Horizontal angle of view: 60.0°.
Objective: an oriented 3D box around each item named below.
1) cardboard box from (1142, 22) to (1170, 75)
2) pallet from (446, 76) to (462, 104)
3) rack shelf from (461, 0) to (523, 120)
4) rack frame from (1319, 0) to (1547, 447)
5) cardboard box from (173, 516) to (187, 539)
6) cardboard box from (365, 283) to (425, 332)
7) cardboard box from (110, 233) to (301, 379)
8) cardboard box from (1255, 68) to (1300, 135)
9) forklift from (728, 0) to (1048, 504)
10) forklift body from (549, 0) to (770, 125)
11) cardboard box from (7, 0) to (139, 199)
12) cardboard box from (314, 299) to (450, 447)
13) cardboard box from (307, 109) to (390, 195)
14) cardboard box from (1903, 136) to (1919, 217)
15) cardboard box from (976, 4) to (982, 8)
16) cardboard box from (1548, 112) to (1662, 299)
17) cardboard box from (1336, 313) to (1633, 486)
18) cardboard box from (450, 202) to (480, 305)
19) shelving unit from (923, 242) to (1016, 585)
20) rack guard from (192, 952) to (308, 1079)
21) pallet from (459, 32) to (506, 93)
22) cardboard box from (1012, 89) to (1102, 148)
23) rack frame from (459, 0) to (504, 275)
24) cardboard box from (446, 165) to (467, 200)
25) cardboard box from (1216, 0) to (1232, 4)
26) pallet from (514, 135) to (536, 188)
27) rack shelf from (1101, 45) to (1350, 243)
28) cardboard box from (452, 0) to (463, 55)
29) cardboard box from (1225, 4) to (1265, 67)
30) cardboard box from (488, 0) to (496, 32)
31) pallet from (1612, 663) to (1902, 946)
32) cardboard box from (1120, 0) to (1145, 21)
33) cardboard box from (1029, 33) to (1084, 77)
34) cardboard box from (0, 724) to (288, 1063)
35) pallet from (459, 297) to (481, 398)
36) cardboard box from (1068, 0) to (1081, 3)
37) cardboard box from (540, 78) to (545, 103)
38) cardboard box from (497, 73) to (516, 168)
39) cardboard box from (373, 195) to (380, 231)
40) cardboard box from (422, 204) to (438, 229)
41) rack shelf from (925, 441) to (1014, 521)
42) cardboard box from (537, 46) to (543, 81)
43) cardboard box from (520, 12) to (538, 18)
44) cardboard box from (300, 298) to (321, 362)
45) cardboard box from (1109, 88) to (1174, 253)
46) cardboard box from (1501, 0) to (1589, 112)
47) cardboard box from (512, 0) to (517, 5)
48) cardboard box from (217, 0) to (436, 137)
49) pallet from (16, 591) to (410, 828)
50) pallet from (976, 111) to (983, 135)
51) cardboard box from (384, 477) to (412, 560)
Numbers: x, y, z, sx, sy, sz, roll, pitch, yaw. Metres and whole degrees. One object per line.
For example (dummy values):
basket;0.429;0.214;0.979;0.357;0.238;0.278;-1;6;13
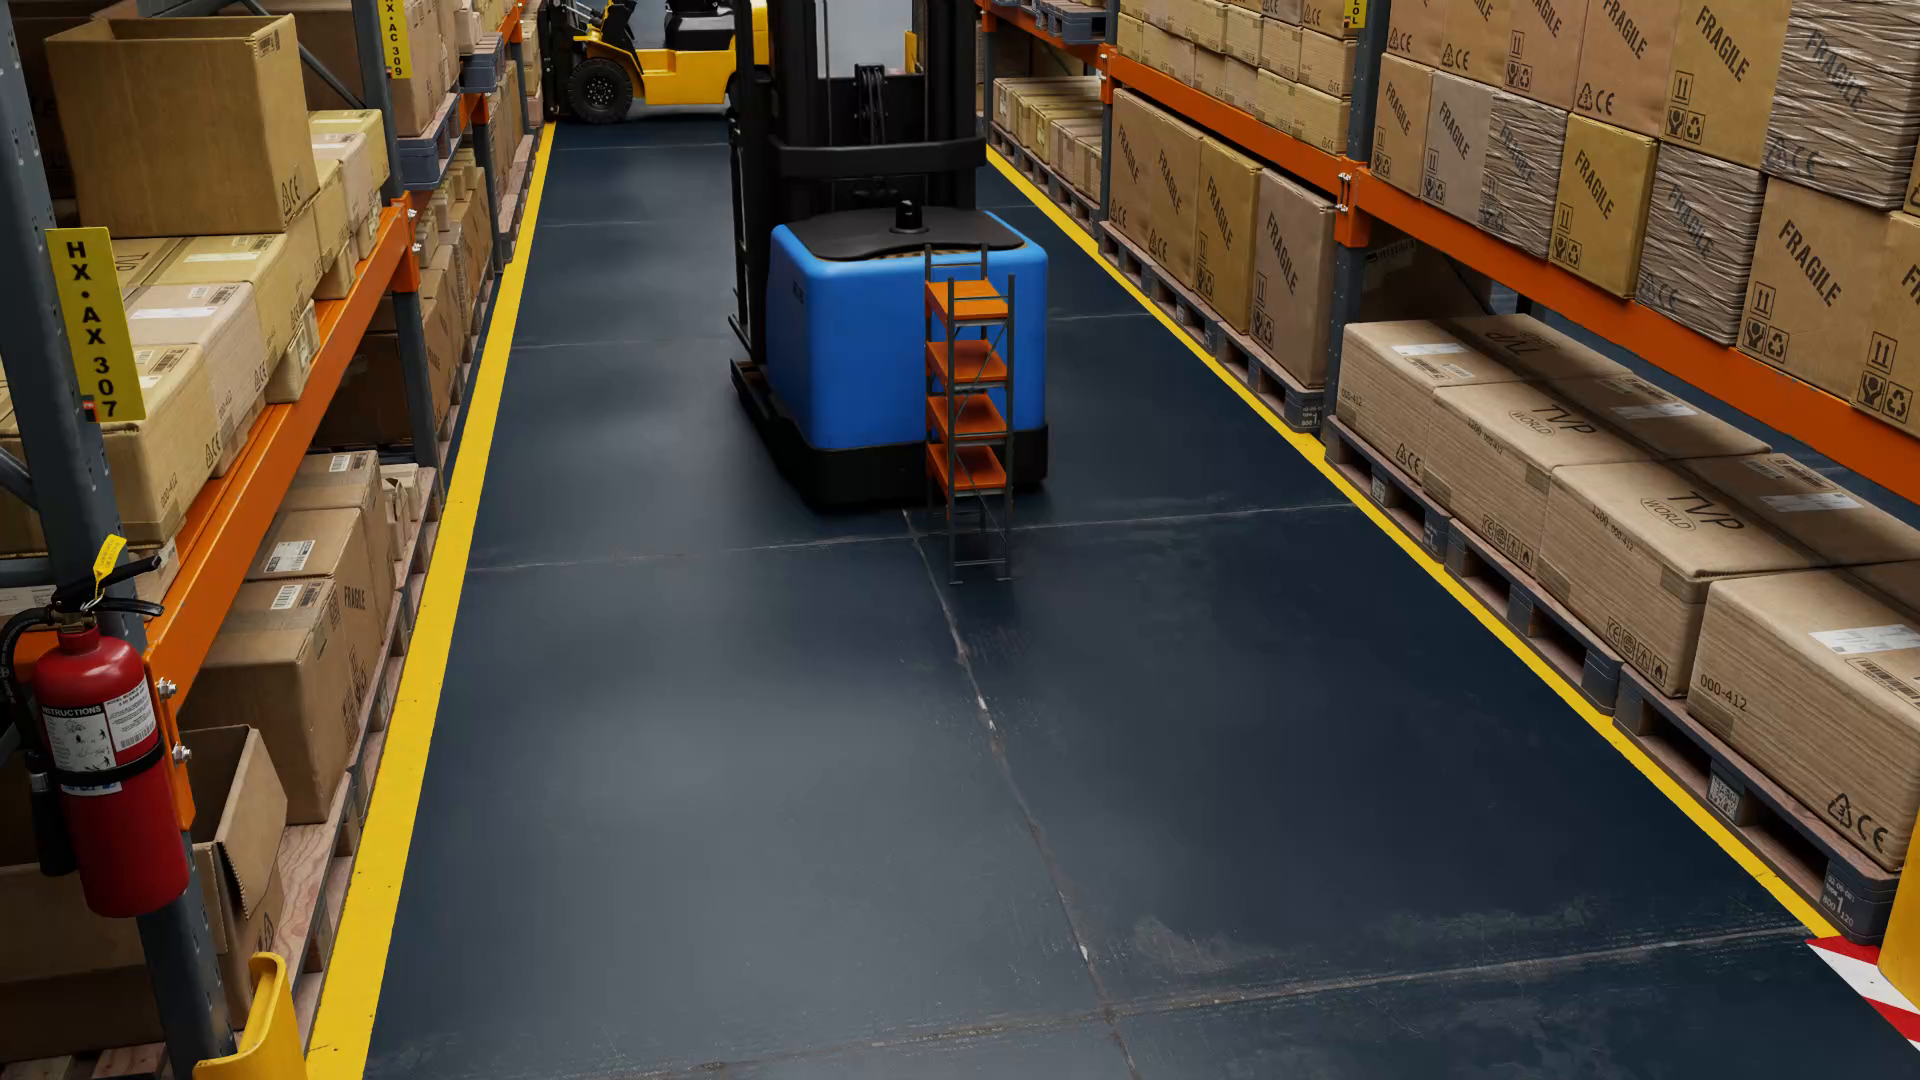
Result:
cardboard box;1.407;-2.946;9.934;0.500;0.250;0.500;-5;24;-11
pallet;-3.062;-2.205;8.290;1.003;0.211;1.213;-4;24;-10
rack shelf;-3.796;-3.514;11.948;1.077;0.370;4.000;-4;24;-10
rack frame;2.191;-1.853;7.245;1.000;3.000;0.127;-4;24;-10
cardboard box;-1.830;-0.042;3.412;0.380;0.149;0.250;-4;24;-8
cardboard box;-2.491;-0.989;7.055;0.380;0.149;0.250;-3;24;-7
cardboard box;-1.956;-0.574;4.133;0.500;0.250;0.500;-5;24;-11
cardboard box;1.767;-2.142;8.095;0.500;0.250;0.500;-5;24;-10
forklift;-0.534;-2.056;7.794;1.130;2.935;3.031;-7;25;-15
forklift body;-2.762;-5.204;15.979;2.313;2.155;1.214;-4;24;-10
cardboard box;-2.672;-1.290;4.834;0.500;0.500;0.500;-5;24;-11
cardboard box;-2.555;-0.738;7.290;0.500;0.500;0.500;-3;24;-7
cardboard box;-2.353;-1.369;5.953;0.500;0.250;0.500;-4;24;-8
cardboard box;2.608;-0.956;3.816;0.500;0.500;0.500;-4;24;-8
cardboard box;0.040;-5.099;16.650;0.500;0.500;0.500;-4;24;-9
cardboard box;2.290;-1.098;5.391;0.500;0.500;0.500;-4;24;-8
cardboard box;2.202;-0.616;7.090;0.875;0.438;0.875;-5;24;-11
cardboard box;-2.955;-1.551;9.151;0.500;0.500;0.500;-3;24;-7
shelving unit;0.031;-0.485;6.361;0.258;1.200;0.503;-4;24;-10
rack guard;-1.961;1.205;3.367;1.175;0.500;0.348;-4;24;-10
pallet;-3.232;-2.708;9.443;1.213;0.211;1.003;-4;24;-10
cardboard box;0.947;-3.499;13.773;0.950;0.372;0.625;-3;24;-6
rack frame;-3.426;-3.057;10.003;1.000;3.000;0.127;-4;24;-10
cardboard box;-3.000;-2.014;9.402;0.380;0.149;0.250;-5;24;-12
cardboard box;1.574;-3.120;8.773;0.500;0.500;0.500;-4;24;-9
pallet;-3.991;-3.066;13.506;1.003;0.211;1.213;-4;24;-10
rack shelf;1.821;-2.310;9.190;1.077;0.370;4.000;-4;24;-10
cardboard box;-2.942;-2.669;8.459;0.797;0.503;0.637;-5;24;-11
cardboard box;1.669;-2.568;8.445;0.500;0.250;0.500;-4;24;-8
cardboard box;-3.458;-3.582;11.390;0.500;0.250;0.500;-5;24;-11
pallet;2.706;0.690;4.907;1.003;0.211;1.213;-4;24;-10
cardboard box;1.302;-3.369;10.279;0.500;0.250;0.500;-4;24;-10
cardboard box;0.868;-4.528;15.343;0.500;0.500;0.500;-3;24;-7
cardboard box;-1.967;0.793;3.780;0.797;0.503;0.637;-5;24;-12
pallet;-3.103;-1.004;8.786;1.003;0.211;1.213;-4;24;-10
cardboard box;0.948;-3.811;11.517;0.380;0.149;0.250;-5;24;-10
cardboard box;-4.149;-4.177;15.478;0.500;0.250;0.500;-4;24;-9
cardboard box;-3.922;-3.225;12.828;0.875;0.625;0.625;-5;24;-10
cardboard box;-2.310;-1.161;5.975;0.380;0.149;0.250;-4;24;-8
cardboard box;-2.873;-1.602;8.458;0.380;0.149;0.250;-4;24;-10
rack shelf;0.031;-0.241;6.467;0.258;0.148;0.480;-4;24;-10
cardboard box;-4.128;-4.402;15.367;0.500;0.250;0.500;-5;24;-10
cardboard box;-4.224;-4.839;15.743;0.500;0.250;0.500;-5;24;-11
cardboard box;-1.996;-0.558;4.593;0.380;0.149;0.250;-4;24;-9
cardboard box;1.497;-2.367;10.552;0.875;0.875;0.875;-5;24;-10
cardboard box;2.212;-1.750;5.635;0.500;0.500;0.500;-4;24;-9
cardboard box;-3.815;-4.383;13.226;0.500;0.250;0.500;-4;24;-9
cardboard box;-2.556;-1.929;6.770;0.700;0.500;0.500;-4;24;-8
pallet;-2.331;0.545;5.239;1.003;0.211;1.213;-4;24;-10
pallet;0.553;-3.983;15.607;1.003;0.211;1.213;-4;24;-10
cardboard box;-2.229;-0.086;6.090;0.396;0.266;0.258;-3;24;-8
